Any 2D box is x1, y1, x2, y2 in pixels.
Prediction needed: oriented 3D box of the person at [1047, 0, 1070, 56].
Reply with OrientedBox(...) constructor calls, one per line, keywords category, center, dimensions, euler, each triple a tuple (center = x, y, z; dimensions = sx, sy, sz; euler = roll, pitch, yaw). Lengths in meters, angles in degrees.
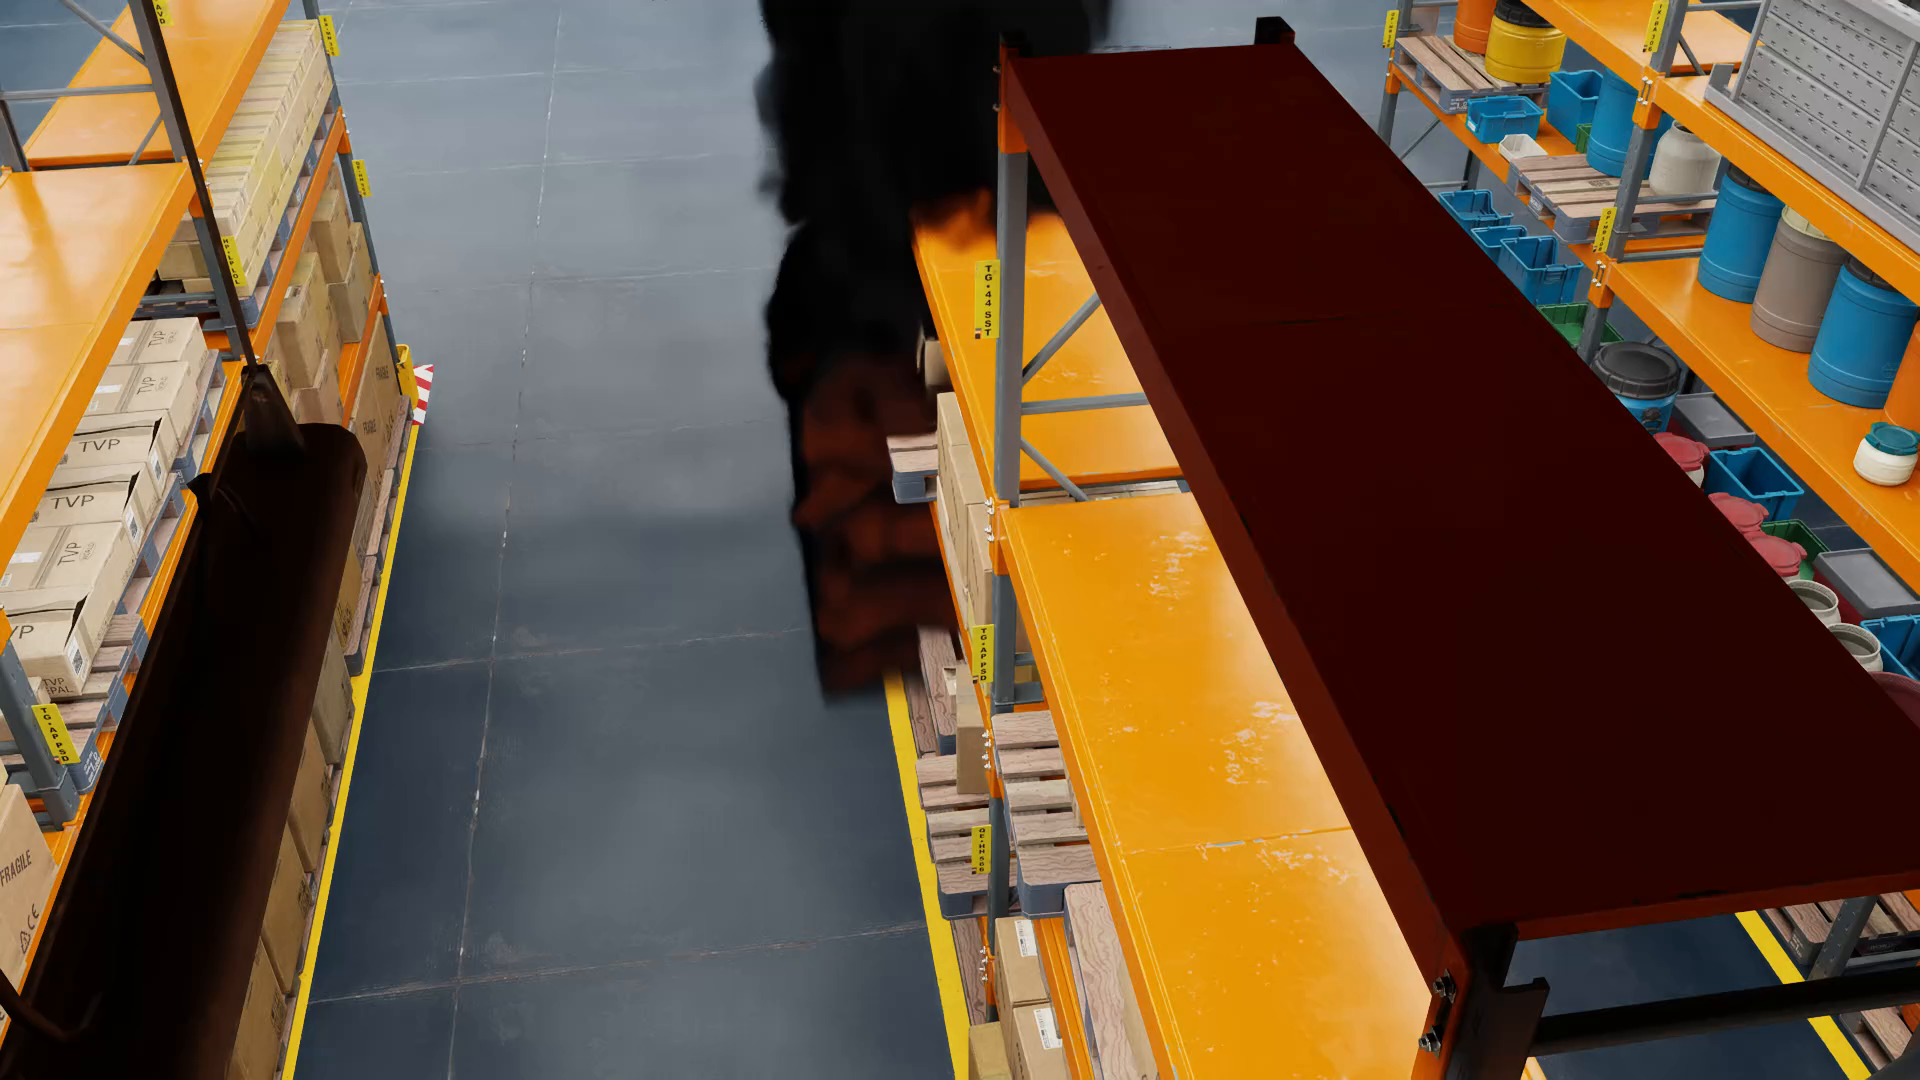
OrientedBox(category="person", center=(1.171, -6.163, 20.376), dimensions=(0.624, 1.746, 0.721), euler=(10, 38, 14))
